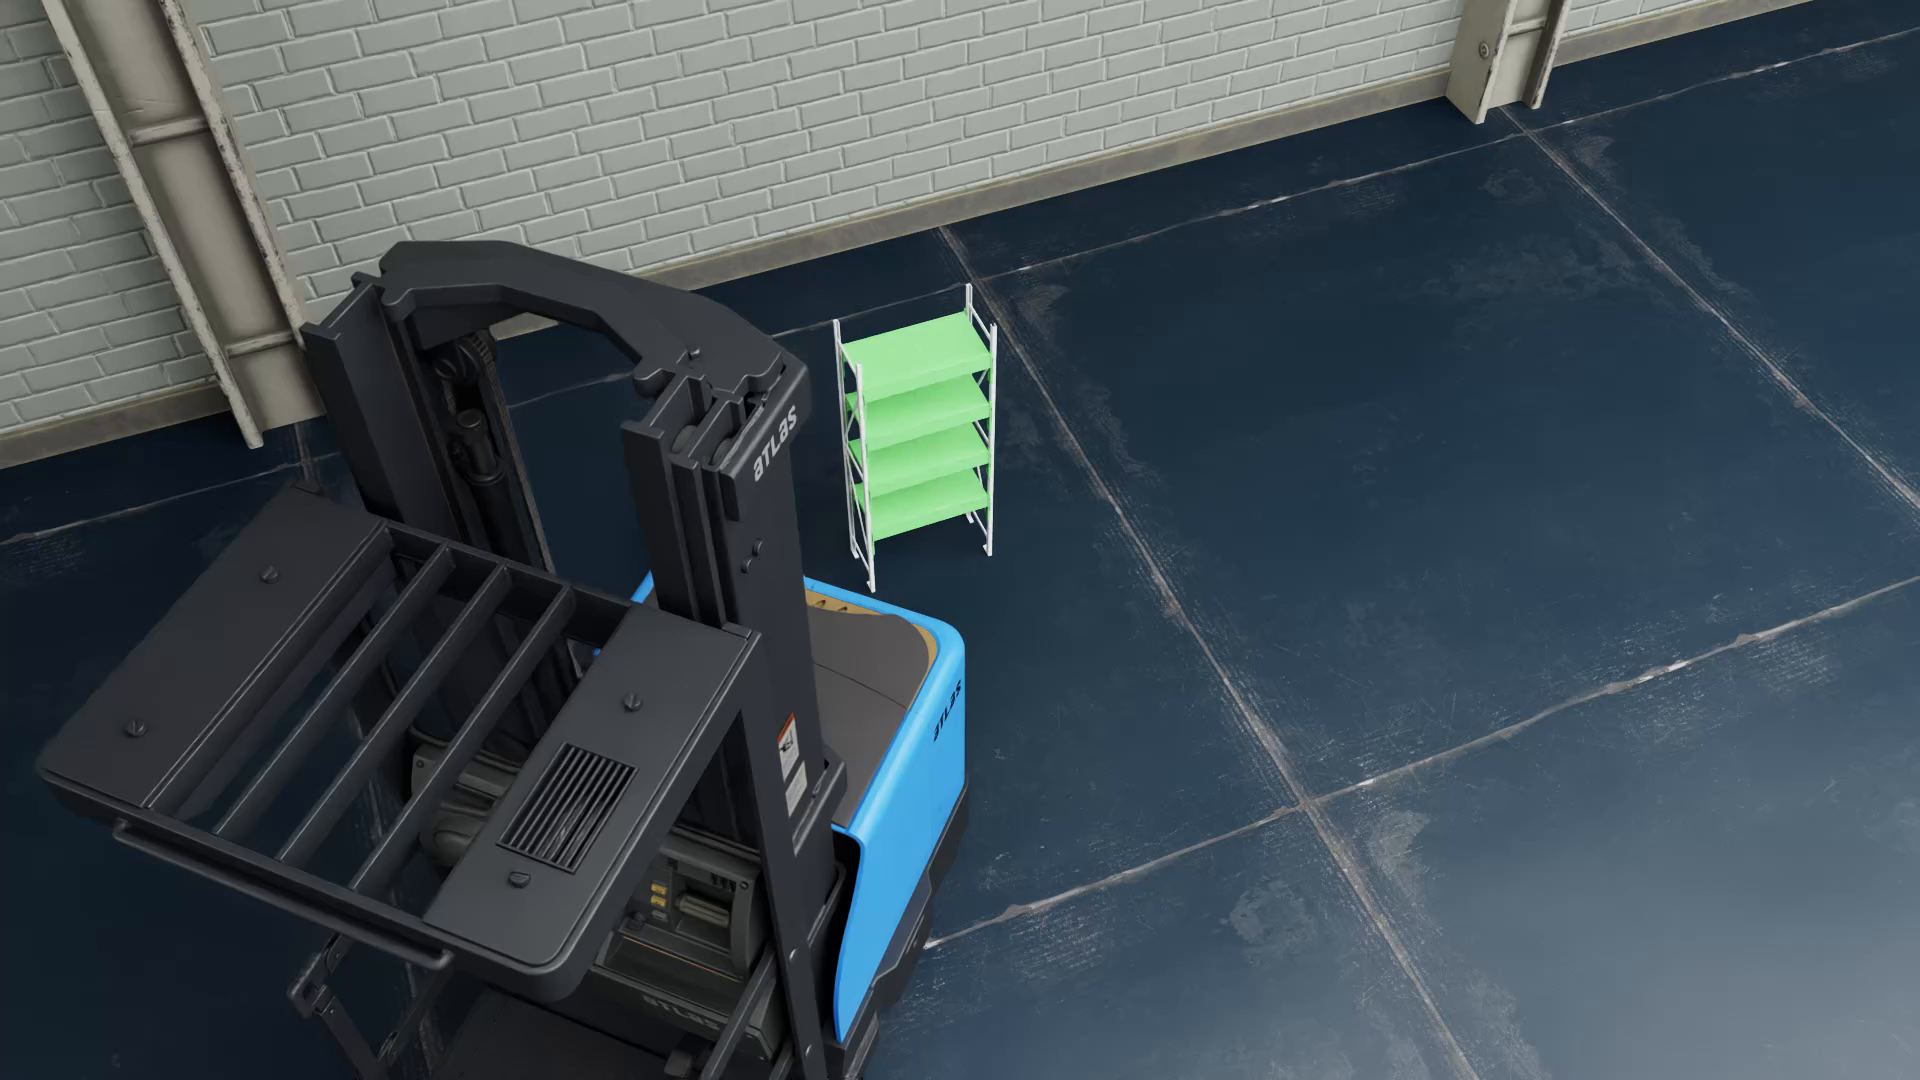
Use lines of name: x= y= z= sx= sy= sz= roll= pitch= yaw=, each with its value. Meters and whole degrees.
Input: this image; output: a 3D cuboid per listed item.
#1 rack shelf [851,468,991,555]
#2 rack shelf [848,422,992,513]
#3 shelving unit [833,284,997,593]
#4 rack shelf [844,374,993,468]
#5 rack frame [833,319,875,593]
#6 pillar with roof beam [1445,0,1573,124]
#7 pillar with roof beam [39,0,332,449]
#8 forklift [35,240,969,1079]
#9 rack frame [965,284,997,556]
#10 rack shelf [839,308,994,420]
rack shelf: x=-0.153 y=-0.145 z=6.325 sx=0.480 sy=0.148 sz=0.258 roll=-17 pitch=52 yaw=-14
rack shelf: x=-0.153 y=-0.302 z=6.143 sx=0.480 sy=0.148 sz=0.258 roll=-17 pitch=52 yaw=-14
shelving unit: x=-0.153 y=-0.343 z=6.095 sx=0.503 sy=1.200 sz=0.258 roll=-17 pitch=52 yaw=-14
rack shelf: x=-0.153 y=-0.458 z=5.961 sx=0.480 sy=0.148 sz=0.258 roll=-17 pitch=52 yaw=-14
rack frame: x=-0.379 y=-0.273 z=6.035 sx=0.015 sy=1.200 sz=0.240 roll=-17 pitch=52 yaw=-14
pillar with roof beam: x=4.352 y=-2.170 z=2.523 sx=0.400 sy=9.000 sz=9.100 roll=-17 pitch=52 yaw=-14
pillar with roof beam: x=-1.202 y=-0.449 z=1.045 sx=0.400 sy=9.000 sz=9.100 roll=-17 pitch=52 yaw=-14
forklift: x=-0.993 y=0.907 z=3.880 sx=1.130 sy=2.935 sz=3.031 roll=17 pitch=51 yaw=14
rack frame: x=0.073 y=-0.413 z=6.155 sx=0.015 sy=1.200 sz=0.240 roll=-17 pitch=52 yaw=-14
rack shelf: x=-0.153 y=-0.614 z=5.779 sx=0.480 sy=0.148 sz=0.258 roll=-17 pitch=52 yaw=-14
